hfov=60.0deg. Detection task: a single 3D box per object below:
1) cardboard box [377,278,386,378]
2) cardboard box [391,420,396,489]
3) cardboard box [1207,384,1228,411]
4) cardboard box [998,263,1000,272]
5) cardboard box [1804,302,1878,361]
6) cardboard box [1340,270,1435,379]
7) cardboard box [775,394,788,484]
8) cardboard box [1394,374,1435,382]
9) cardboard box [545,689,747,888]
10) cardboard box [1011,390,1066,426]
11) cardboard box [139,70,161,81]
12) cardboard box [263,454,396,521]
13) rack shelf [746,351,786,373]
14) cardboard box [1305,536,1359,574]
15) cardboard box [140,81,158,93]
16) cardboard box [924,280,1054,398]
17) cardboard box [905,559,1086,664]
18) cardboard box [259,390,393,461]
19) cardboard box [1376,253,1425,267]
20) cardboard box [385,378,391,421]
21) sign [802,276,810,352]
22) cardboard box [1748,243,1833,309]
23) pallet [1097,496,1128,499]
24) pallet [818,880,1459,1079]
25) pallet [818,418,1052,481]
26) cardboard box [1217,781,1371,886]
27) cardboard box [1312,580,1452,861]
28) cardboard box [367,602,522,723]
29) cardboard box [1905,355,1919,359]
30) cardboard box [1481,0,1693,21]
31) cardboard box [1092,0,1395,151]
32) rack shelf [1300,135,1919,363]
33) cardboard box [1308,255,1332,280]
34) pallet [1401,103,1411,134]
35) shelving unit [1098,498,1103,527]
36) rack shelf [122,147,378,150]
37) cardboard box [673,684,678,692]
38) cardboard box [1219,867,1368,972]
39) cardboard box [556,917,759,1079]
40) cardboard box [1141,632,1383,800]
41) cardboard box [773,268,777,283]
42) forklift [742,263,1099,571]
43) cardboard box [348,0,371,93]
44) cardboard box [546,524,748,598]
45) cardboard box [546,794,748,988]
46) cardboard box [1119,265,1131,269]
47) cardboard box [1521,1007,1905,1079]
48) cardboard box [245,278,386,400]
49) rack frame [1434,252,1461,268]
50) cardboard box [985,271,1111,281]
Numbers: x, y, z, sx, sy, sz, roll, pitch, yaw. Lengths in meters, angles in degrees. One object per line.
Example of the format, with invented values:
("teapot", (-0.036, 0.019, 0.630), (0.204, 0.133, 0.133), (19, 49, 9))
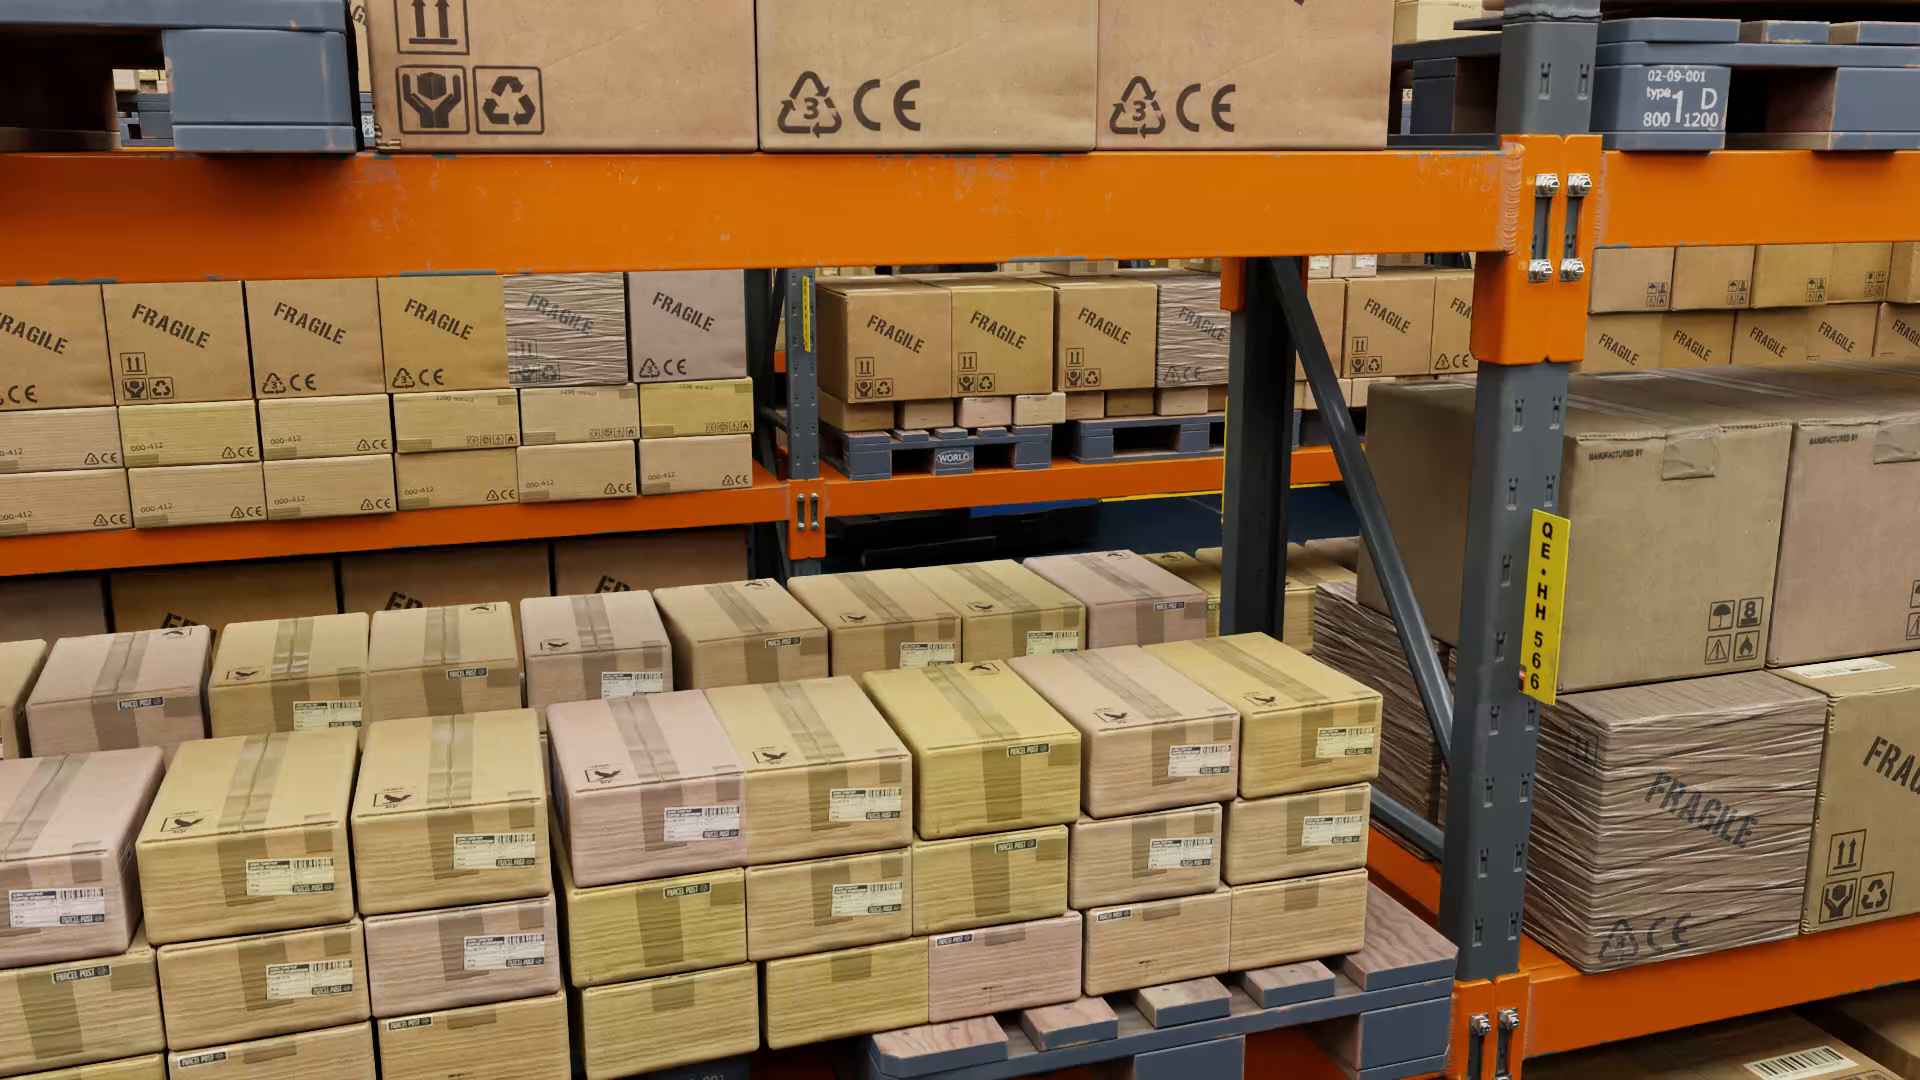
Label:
("cardboard box", (-2.847, -0.999, 7.483), (0.500, 0.500, 0.500), (-4, 14, -17))
("cardboard box", (-2.851, -0.386, 7.608), (0.500, 0.250, 0.500), (-4, 14, -18))
("cardboard box", (1.277, -0.766, 8.517), (0.250, 0.149, 0.380), (-5, 14, -20))
("cardboard box", (0.129, -2.147, 13.068), (0.250, 0.149, 0.380), (-5, 14, -19))
("cardboard box", (4.858, -1.134, 9.571), (0.500, 0.500, 0.500), (-4, 14, -17))
("cardboard box", (2.097, -1.128, 8.637), (0.500, 0.500, 0.500), (-4, 14, -18))
("cardboard box", (-1.234, -0.787, 13.193), (0.625, 0.625, 0.875), (-4, 14, -16))
("cardboard box", (2.276, -0.820, 8.742), (0.250, 0.149, 0.380), (-5, 14, -20))
("cardboard box", (-0.473, 0.361, 2.492), (0.250, 0.149, 0.380), (-4, 14, -18))
("cardboard box", (0.327, -0.661, 8.076), (0.250, 0.149, 0.380), (-4, 14, -18))
("cardboard box", (-5.331, -3.055, 10.798), (0.250, 0.149, 0.380), (-5, 14, -19))
("cardboard box", (-2.692, -0.271, 7.123), (0.500, 0.250, 0.500), (-5, 14, -19))
("rack shelf", (-0.551, -1.443, 13.280), (4.000, 0.370, 1.077), (-4, 14, -18))
("cardboard box", (2.435, 0.262, 9.332), (0.625, 0.372, 0.950), (-4, 14, -17))
("cardboard box", (-5.363, -2.926, 10.900), (0.250, 0.149, 0.380), (-4, 14, -18))
("cardboard box", (0.132, -0.977, 8.000), (0.500, 0.500, 0.500), (-4, 14, -15))
("cardboard box", (0.061, 0.162, 3.329), (0.250, 0.149, 0.380), (-5, 14, -20))
("cardboard box", (-2.694, -0.516, 7.074), (0.500, 0.250, 0.500), (-5, 14, -20))
("cardboard box", (2.372, -1.608, 9.252), (0.250, 0.149, 0.380), (-5, 14, -18))
("cardboard box", (-2.871, -0.637, 7.582), (0.500, 0.250, 0.500), (-4, 14, -17))
("sign", (-0.680, -0.998, 7.356), (0.005, 0.325, 0.100), (-4, 14, -18))
("cardboard box", (4.393, -1.580, 9.285), (0.500, 0.500, 0.700), (-5, 14, -19))
("pallet", (0.659, -0.521, 13.875), (1.213, 0.211, 1.003), (-4, 14, -18))
("pallet", (0.173, 0.691, 3.170), (1.003, 0.211, 1.213), (-4, 14, -18))
("pallet", (-0.219, -0.539, 8.342), (1.003, 0.211, 1.213), (-4, 14, -18))
("cardboard box", (0.491, 0.431, 2.840), (0.250, 0.149, 0.380), (-4, 14, -17))
("cardboard box", (1.156, 0.381, 3.843), (0.500, 0.500, 0.500), (-4, 14, -18))
("cardboard box", (-0.930, 0.239, 3.005), (0.250, 0.149, 0.380), (-4, 14, -16))
("cardboard box", (2.692, -0.158, 3.949), (0.500, 0.500, 0.700), (-5, 14, -19))
("cardboard box", (1.312, -1.169, 3.476), (0.250, 0.166, 0.380), (-4, 14, -18))
("cardboard box", (0.354, -0.888, 2.697), (0.500, 0.500, 0.500), (-4, 14, -18))
("rack shelf", (2.710, -0.735, 3.824), (4.000, 0.370, 1.077), (-4, 14, -18))
("cardboard box", (1.664, -1.402, 8.388), (0.250, 0.149, 0.380), (-5, 14, -20))
("pallet", (2.312, -2.197, 8.823), (1.003, 0.211, 1.213), (-4, 14, -18))
("shelving unit", (0.965, -0.676, 12.361), (0.189, 1.200, 0.258), (1, 12, -22))
("rack shelf", (-2.756, -1.518, 7.116), (4.000, 0.370, 1.077), (-4, 14, -18))
("cardboard box", (-0.455, 0.346, 3.198), (0.250, 0.149, 0.380), (-4, 14, -18))
("cardboard box", (0.494, 0.577, 2.871), (0.250, 0.149, 0.380), (-4, 14, -17))
("cardboard box", (-0.478, 0.652, 2.557), (0.250, 0.149, 0.380), (-5, 14, -21))
("cardboard box", (0.496, 0.287, 2.804), (0.250, 0.149, 0.380), (-5, 14, -20))
("cardboard box", (-1.319, -2.035, 12.597), (0.250, 0.149, 0.380), (-4, 14, -17))
("forklift", (-0.554, -1.342, 11.450), (3.031, 2.935, 1.130), (-7, 15, -25))
("cardboard box", (-2.438, -2.075, 6.779), (0.500, 0.500, 0.500), (-4, 14, -18))
("cardboard box", (-1.541, 0.306, 8.060), (0.875, 0.875, 0.875), (-5, 14, -19))
("cardboard box", (-0.483, 0.507, 2.520), (0.250, 0.149, 0.380), (-5, 14, -18))
("cardboard box", (1.684, -2.081, 14.194), (0.500, 0.500, 0.500), (-5, 14, -18))
("cardboard box", (1.420, 1.387, 3.785), (0.750, 0.750, 1.050), (-5, 14, -19))
("cardboard box", (-2.705, -0.885, 7.006), (0.500, 0.500, 0.500), (-5, 14, -19))
("rack frame", (2.931, -0.852, 9.241), (0.127, 3.000, 1.000), (-4, 14, -18))
("cardboard box", (0.447, -1.127, 8.631), (0.500, 0.500, 0.500), (-5, 14, -22))
